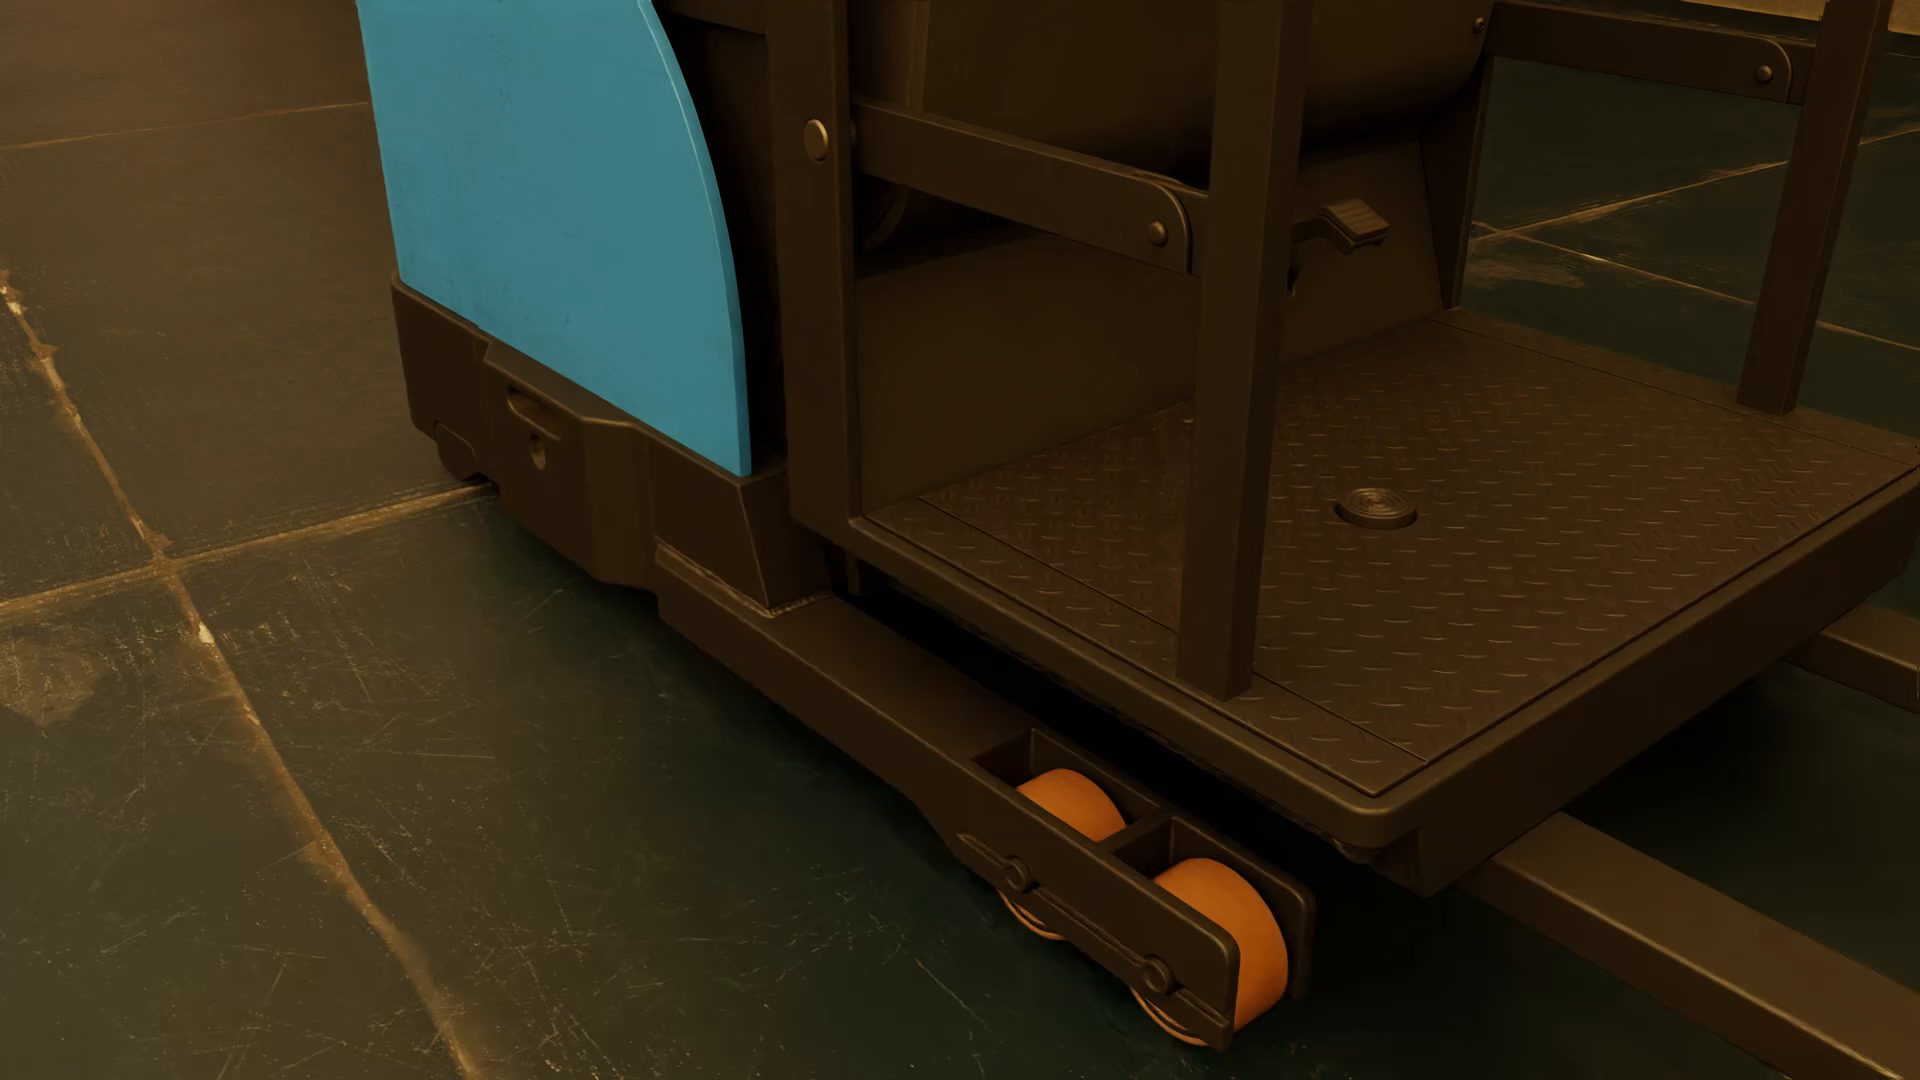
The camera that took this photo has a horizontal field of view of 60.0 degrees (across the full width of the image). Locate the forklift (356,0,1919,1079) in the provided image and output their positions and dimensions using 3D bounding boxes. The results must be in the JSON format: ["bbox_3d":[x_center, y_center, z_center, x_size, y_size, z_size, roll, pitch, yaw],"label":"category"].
[{"bbox_3d":[0.426,-1.096,1.416,1.130,2.935,3.031,-21,33,-35],"label":"forklift"}]
